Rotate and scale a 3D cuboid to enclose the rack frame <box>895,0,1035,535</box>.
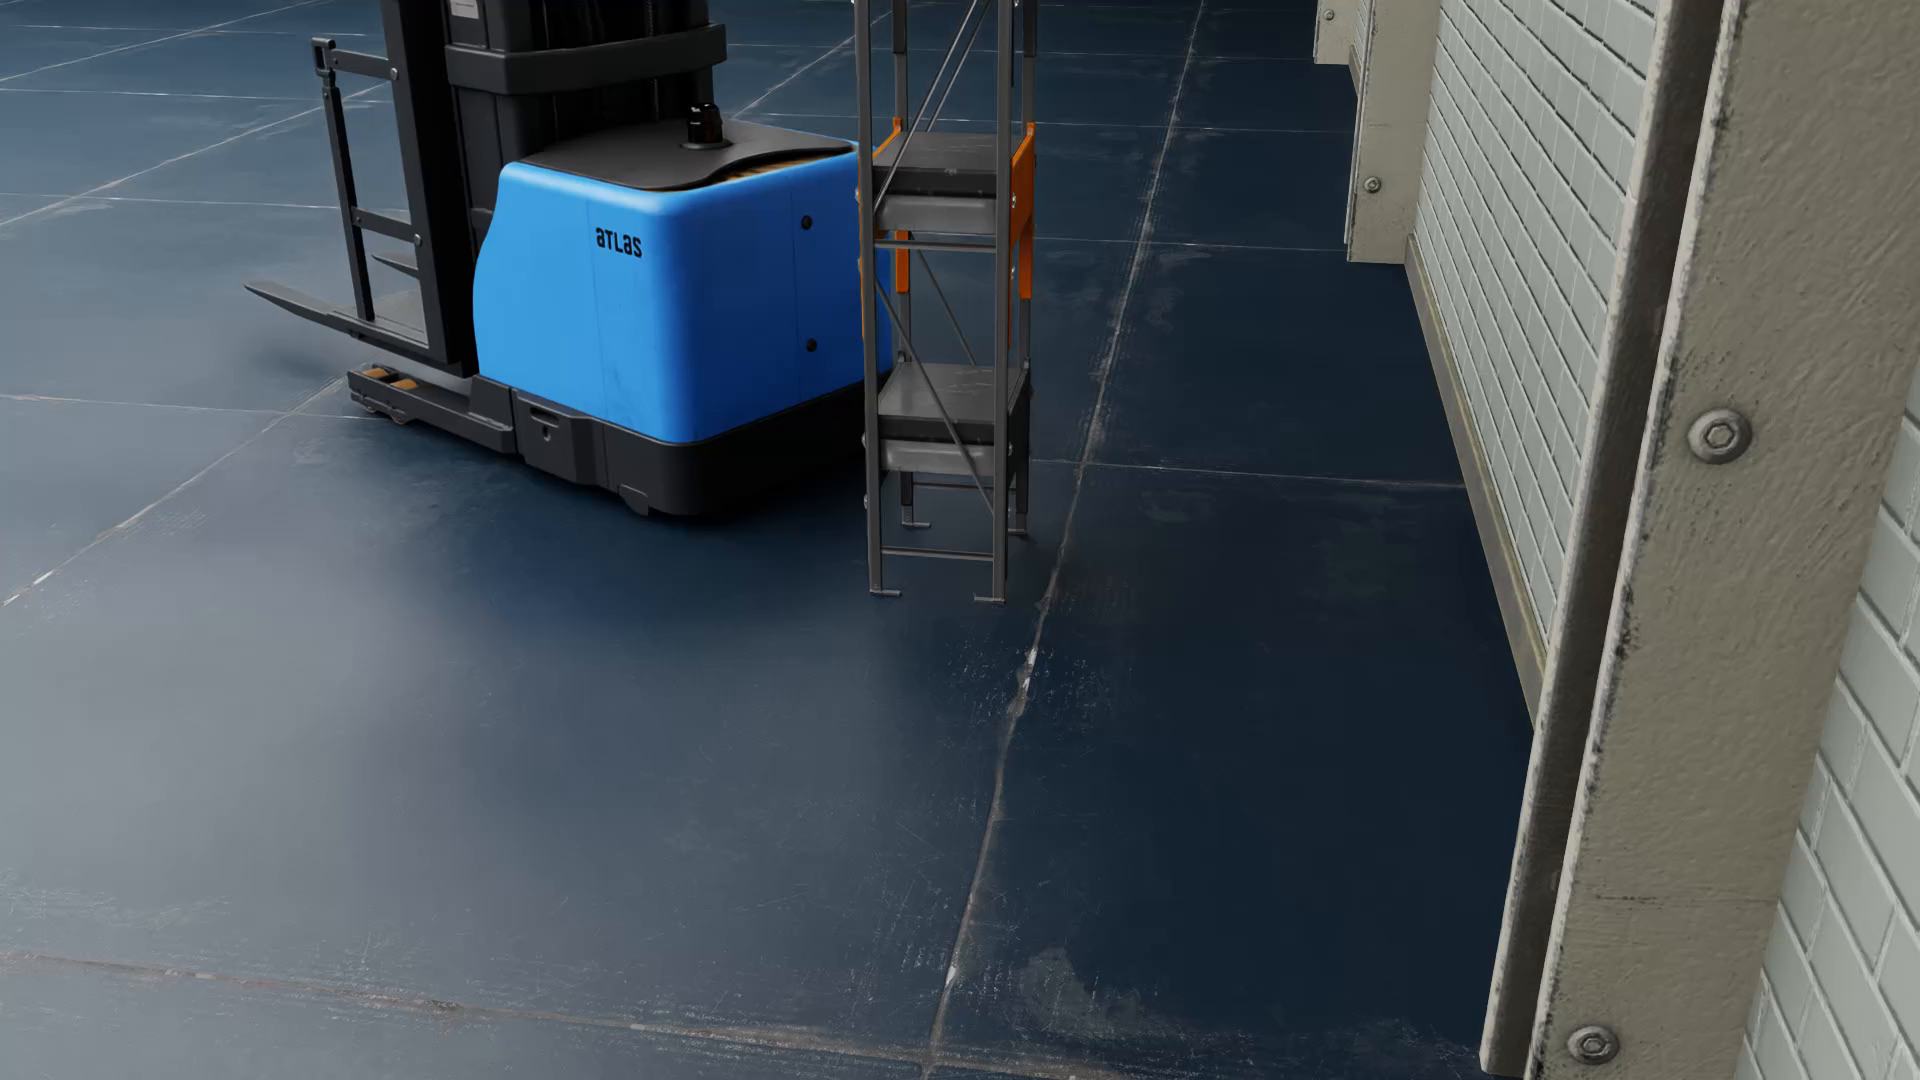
[{"bbox_3d":[0.013,-0.984,4.875,0.400,2.100,0.015,4,25,9],"label":"rack frame"}]

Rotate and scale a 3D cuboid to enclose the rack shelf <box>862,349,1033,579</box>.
[{"bbox_3d":[-0.027,-0.235,4.959,0.431,0.518,0.480,4,25,9],"label":"rack shelf"}]

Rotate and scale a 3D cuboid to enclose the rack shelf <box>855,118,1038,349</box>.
[{"bbox_3d":[-0.027,-0.869,4.663,0.431,0.518,0.480,4,25,9],"label":"rack shelf"}]

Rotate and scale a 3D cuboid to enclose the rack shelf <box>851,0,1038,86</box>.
[{"bbox_3d":[-0.027,-1.503,4.366,0.431,0.518,0.480,4,25,9],"label":"rack shelf"}]

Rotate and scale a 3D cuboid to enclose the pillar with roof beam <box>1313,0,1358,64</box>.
[{"bbox_3d":[-1.177,-8.325,12.420,9.100,9.000,0.400,4,25,9],"label":"pillar with roof beam"}]

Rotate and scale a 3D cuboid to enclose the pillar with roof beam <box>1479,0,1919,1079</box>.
[{"bbox_3d":[-3.138,-3.306,1.698,9.100,9.000,0.400,4,25,9],"label":"pillar with roof beam"}]

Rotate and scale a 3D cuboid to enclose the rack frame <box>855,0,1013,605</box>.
[{"bbox_3d":[-0.067,-0.780,4.439,0.400,2.100,0.015,4,25,9],"label":"rack frame"}]

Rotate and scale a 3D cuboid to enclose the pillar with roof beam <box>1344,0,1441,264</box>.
[{"bbox_3d":[-2.157,-5.815,7.059,9.100,9.000,0.400,4,25,9],"label":"pillar with roof beam"}]

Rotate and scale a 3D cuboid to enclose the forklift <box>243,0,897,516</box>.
[{"bbox_3d":[-1.670,-1.905,5.863,3.031,2.935,1.130,20,32,36],"label":"forklift"}]

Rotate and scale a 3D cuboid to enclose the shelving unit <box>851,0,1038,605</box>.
[{"bbox_3d":[-0.027,-0.882,4.657,0.431,2.100,0.503,4,25,9],"label":"shelving unit"}]
